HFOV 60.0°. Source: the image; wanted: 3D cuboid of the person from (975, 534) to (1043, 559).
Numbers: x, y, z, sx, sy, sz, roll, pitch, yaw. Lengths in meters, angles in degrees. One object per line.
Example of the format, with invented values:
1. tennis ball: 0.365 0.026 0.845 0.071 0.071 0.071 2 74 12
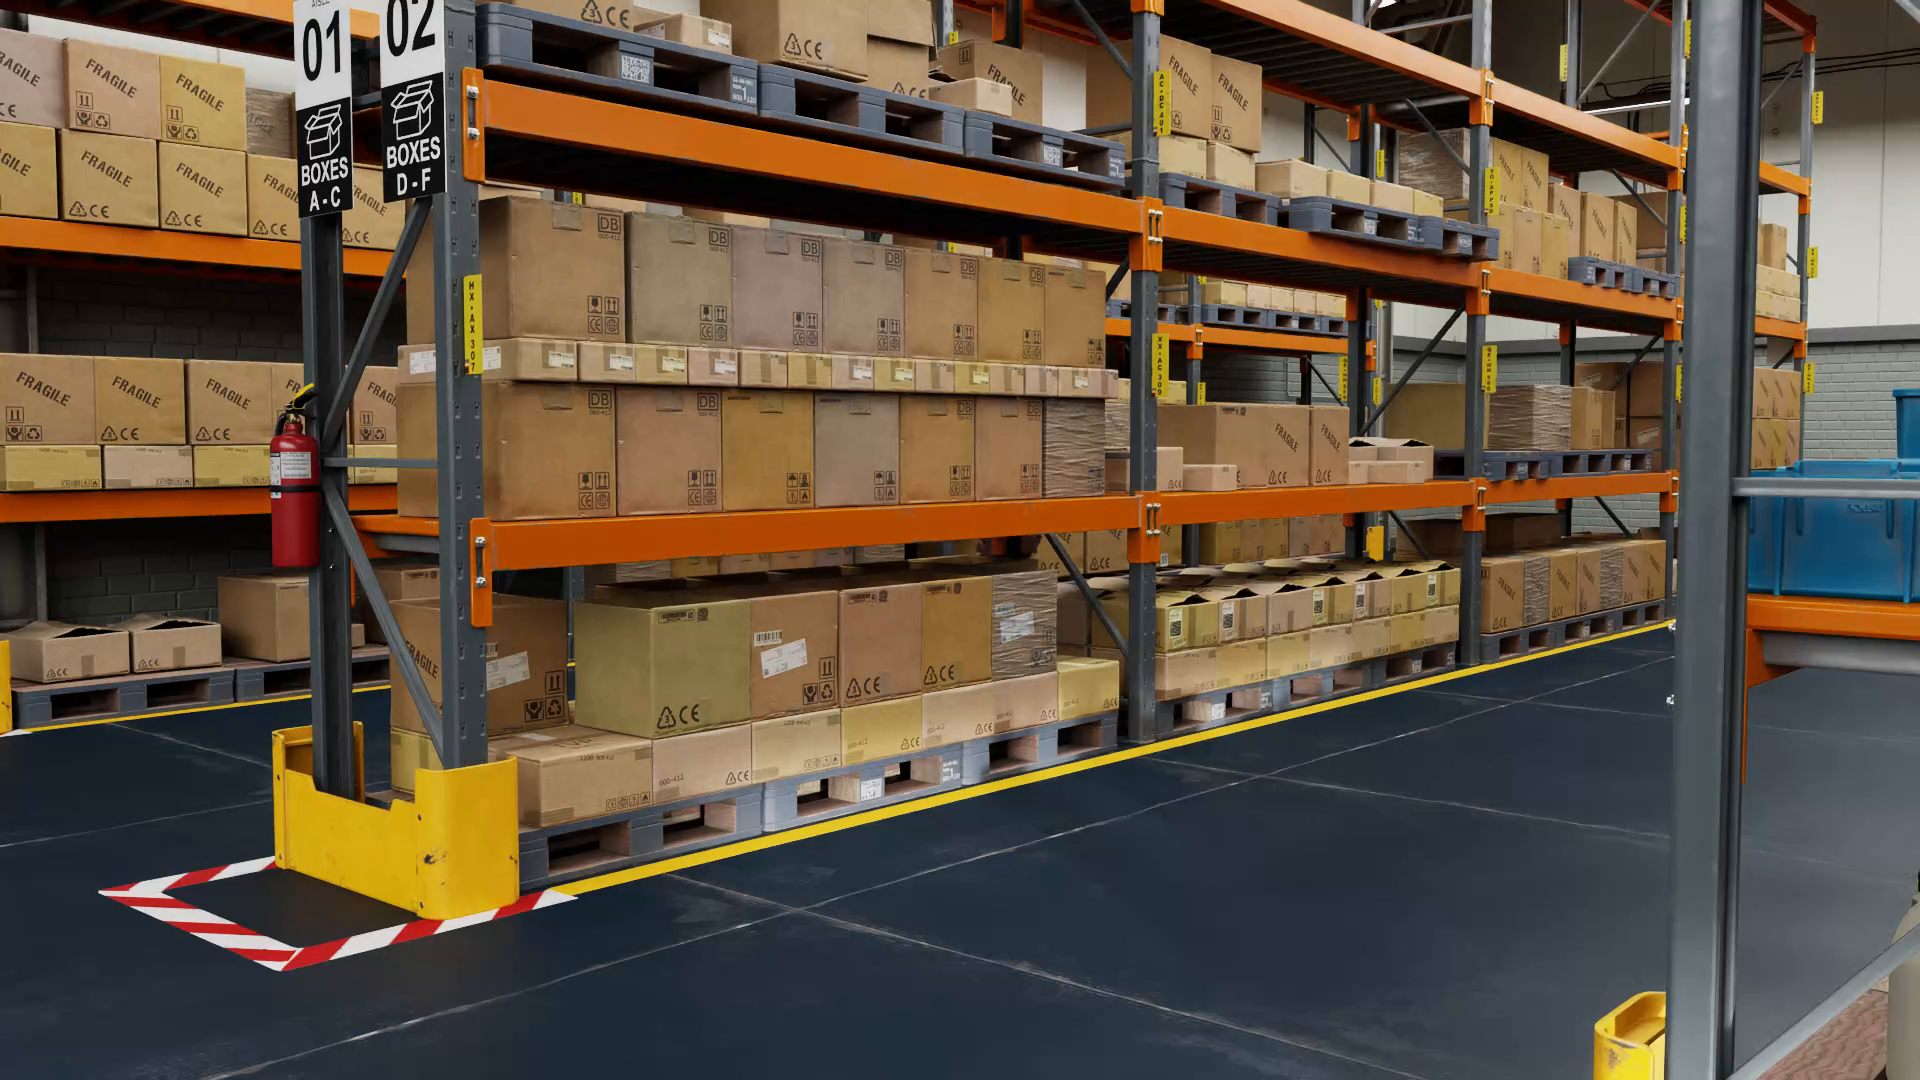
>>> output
1. person: 0.376 -0.093 13.278 0.649 1.806 0.529 -2 4 -28
